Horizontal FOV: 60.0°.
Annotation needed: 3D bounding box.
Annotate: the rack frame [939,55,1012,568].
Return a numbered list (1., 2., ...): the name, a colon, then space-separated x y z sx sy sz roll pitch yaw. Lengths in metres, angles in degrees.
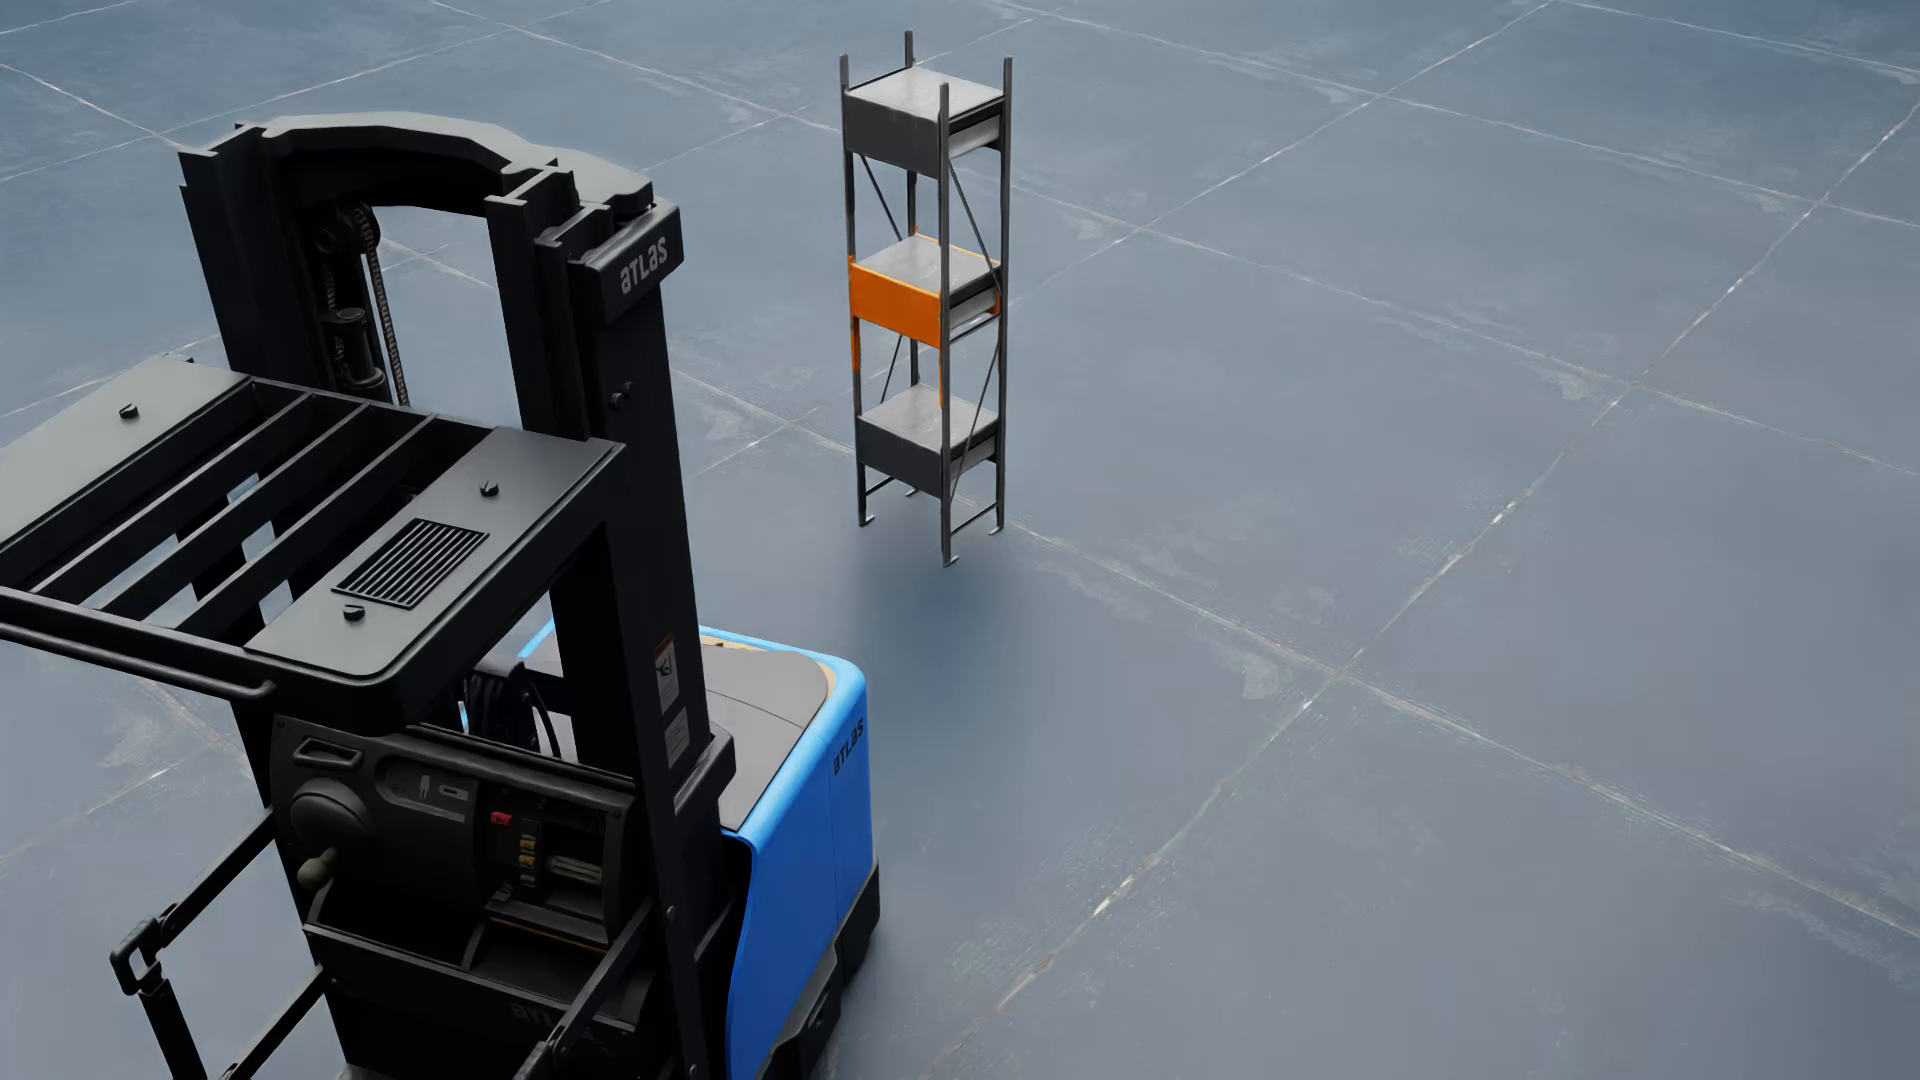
1. rack frame: 0.060 -0.837 6.614 0.015 2.100 0.400 25 42 32

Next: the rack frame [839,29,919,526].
1. rack frame: -0.315 -1.014 6.872 0.015 2.100 0.400 25 42 32

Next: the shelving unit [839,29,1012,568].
1. shelving unit: -0.127 -0.926 6.743 0.503 2.100 0.431 25 42 32

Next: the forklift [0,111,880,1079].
1. forklift: -1.238 0.724 3.607 1.130 2.935 3.031 12 36 16

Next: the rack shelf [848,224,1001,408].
1. rack shelf: -0.127 -0.914 6.751 0.480 0.518 0.431 25 42 32

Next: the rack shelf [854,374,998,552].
1. rack shelf: -0.127 -0.337 7.147 0.480 0.518 0.431 25 42 32

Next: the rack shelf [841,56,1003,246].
1. rack shelf: -0.127 -1.491 6.354 0.480 0.518 0.431 25 42 32
